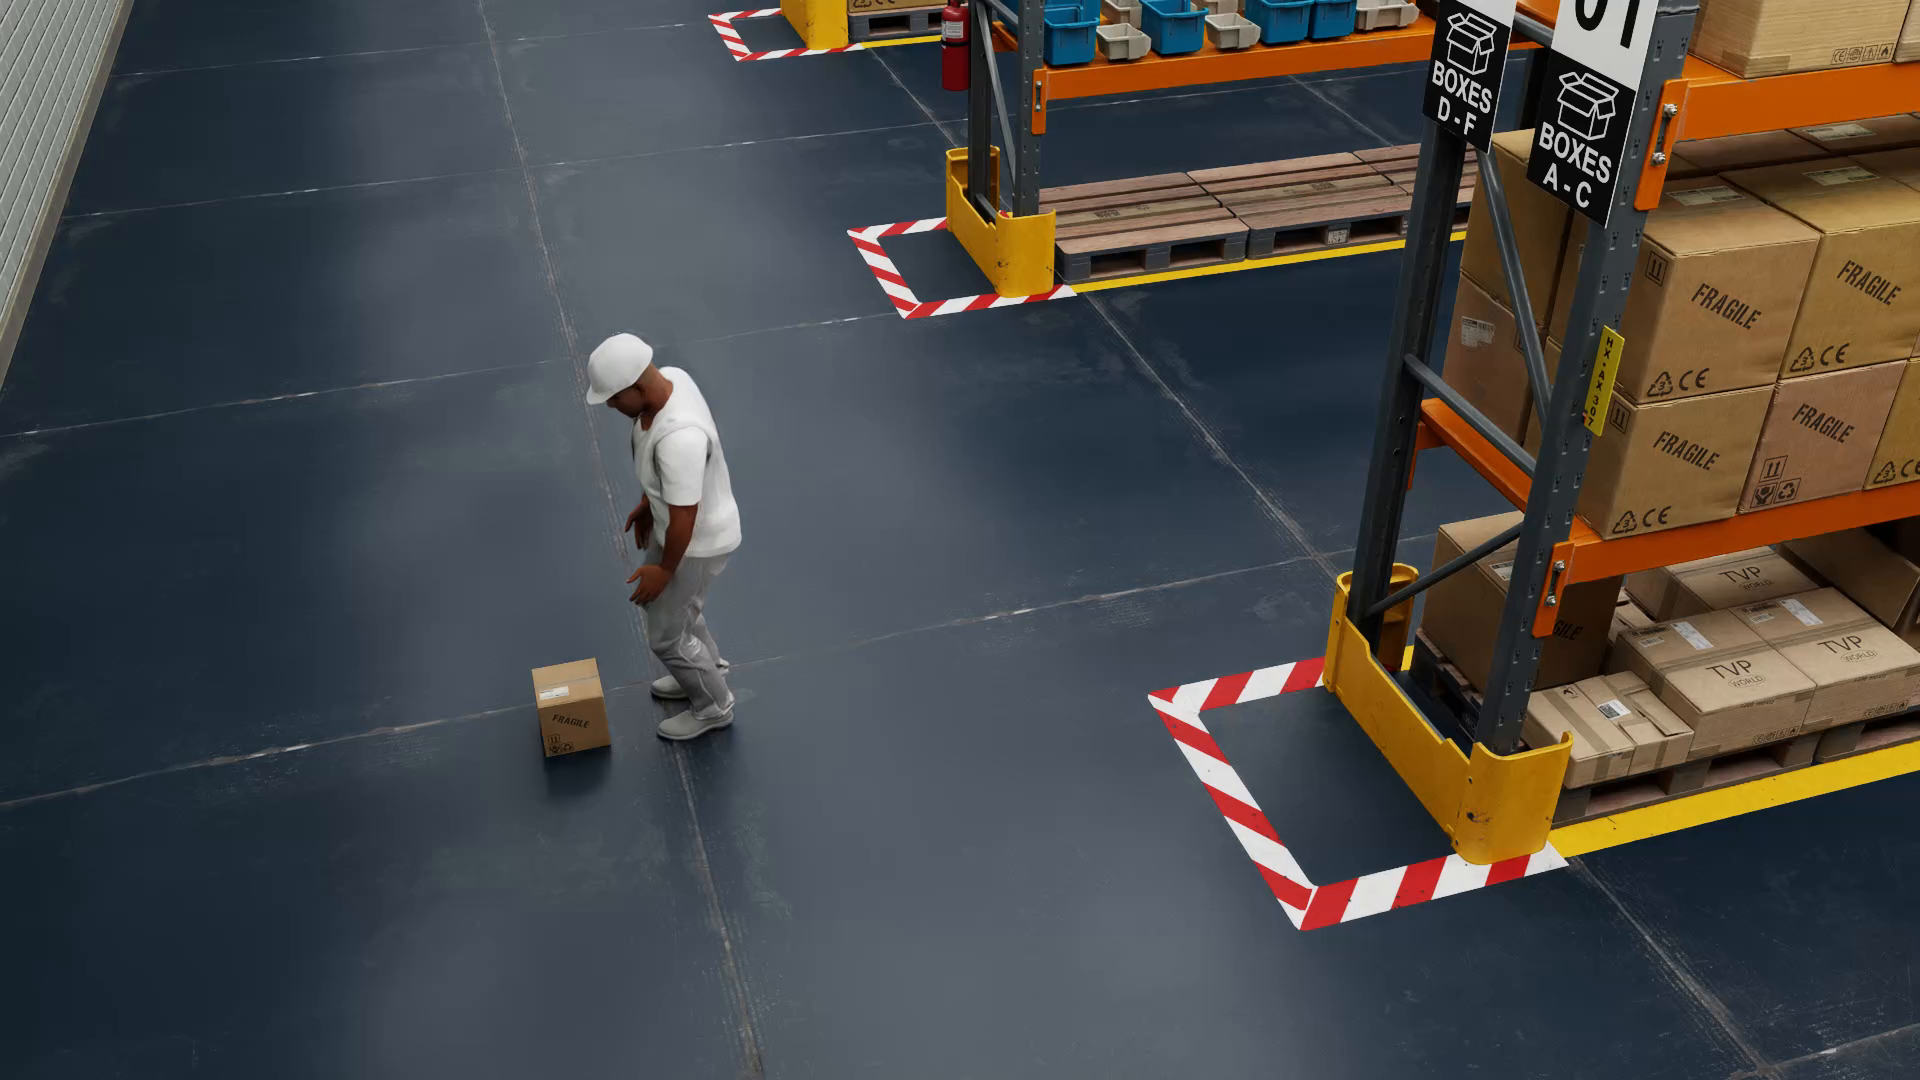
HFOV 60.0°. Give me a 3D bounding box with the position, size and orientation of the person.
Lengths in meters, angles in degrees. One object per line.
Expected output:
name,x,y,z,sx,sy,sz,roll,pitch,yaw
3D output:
person,-1.067,-0.011,6.203,0.491,1.696,0.599,-9,35,-13
